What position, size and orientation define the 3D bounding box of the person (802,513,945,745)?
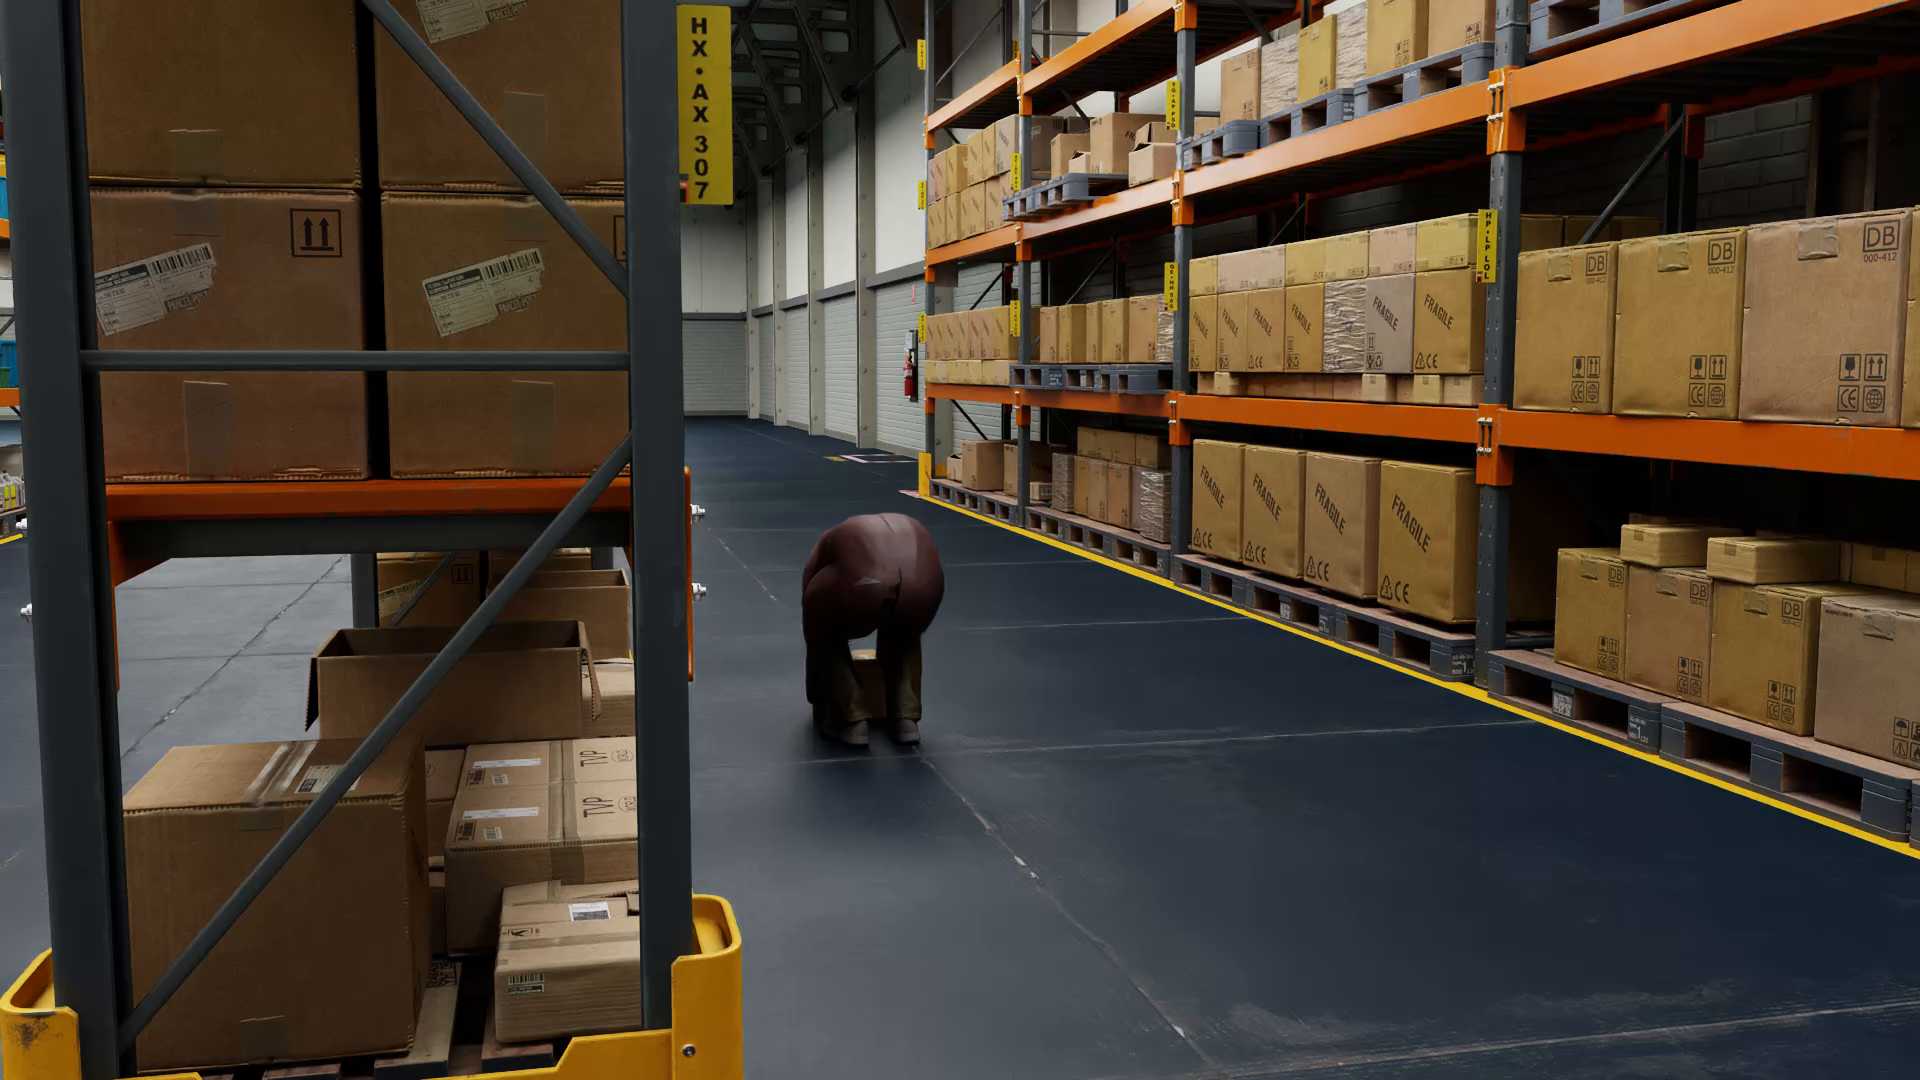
[{"bbox_3d":[-0.387,0.338,6.797,0.584,0.933,0.956,-2,6,-19],"label":"person"}]
